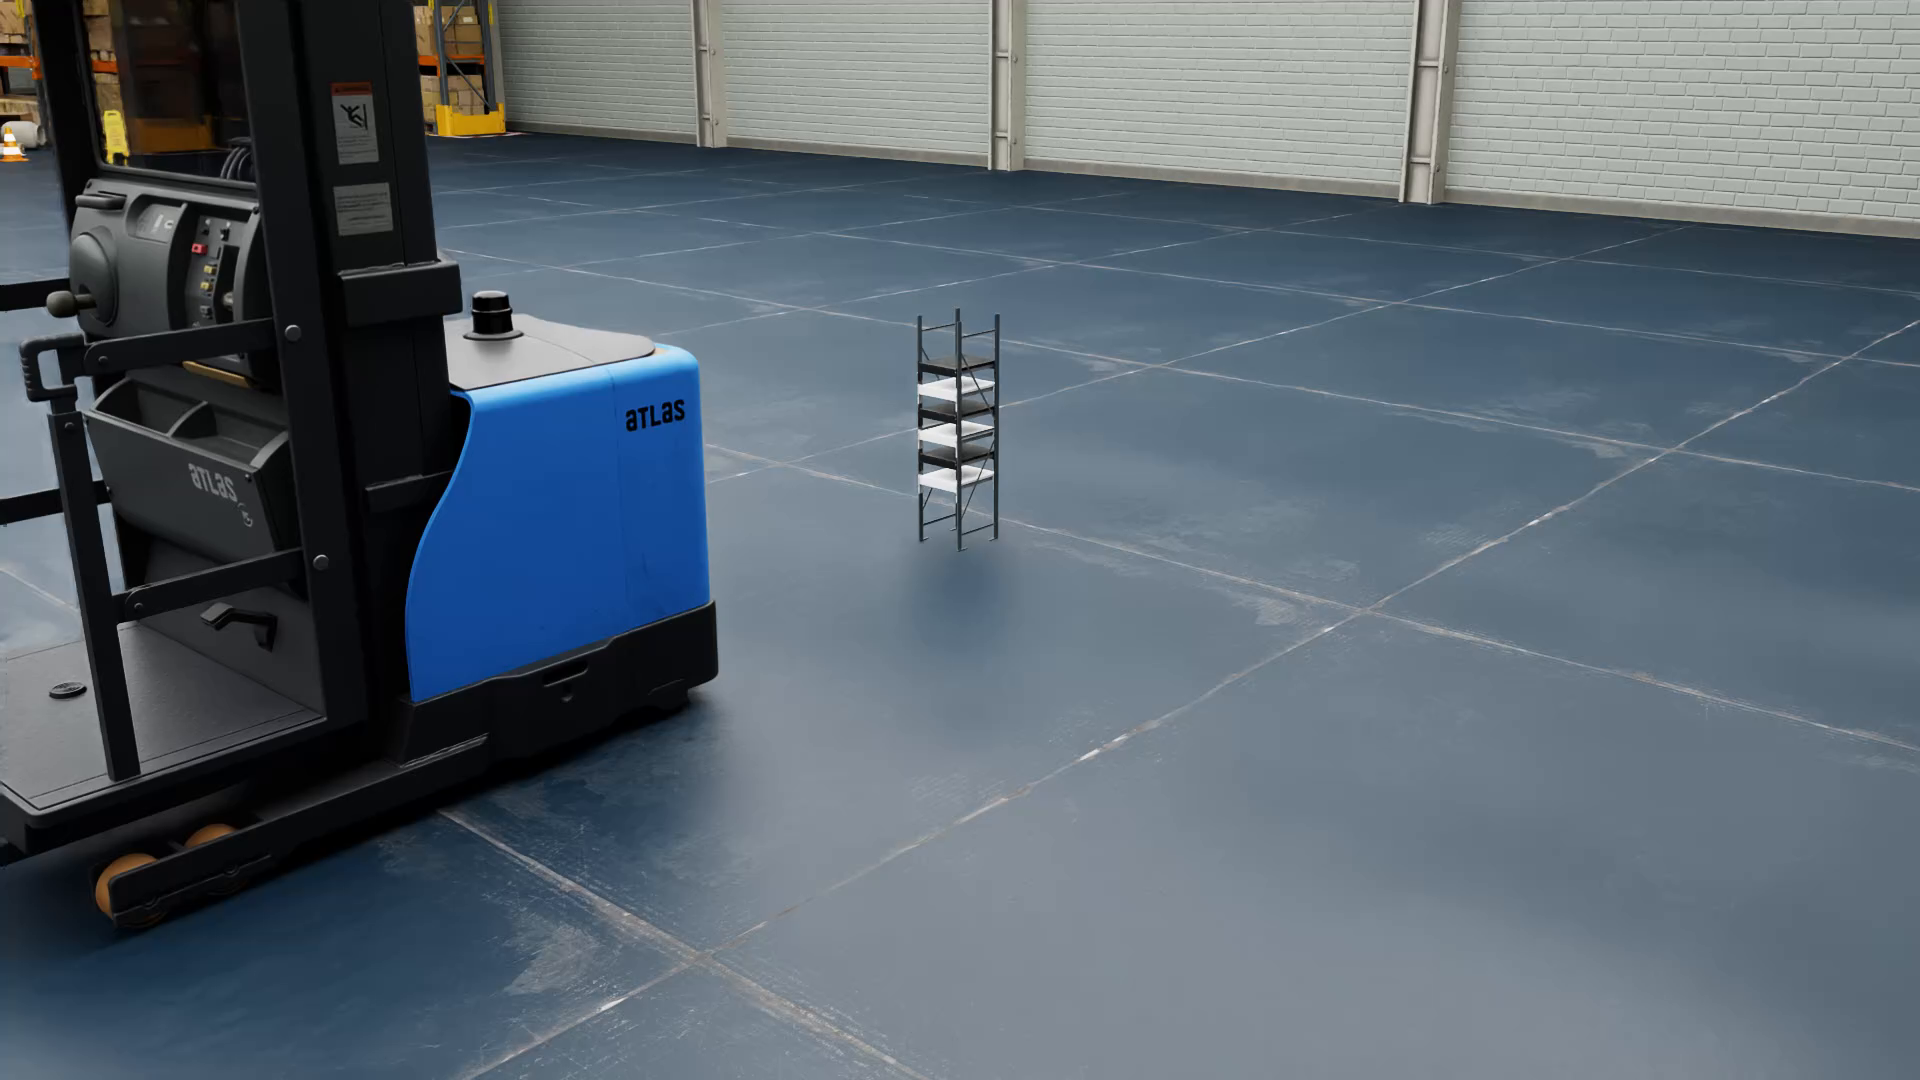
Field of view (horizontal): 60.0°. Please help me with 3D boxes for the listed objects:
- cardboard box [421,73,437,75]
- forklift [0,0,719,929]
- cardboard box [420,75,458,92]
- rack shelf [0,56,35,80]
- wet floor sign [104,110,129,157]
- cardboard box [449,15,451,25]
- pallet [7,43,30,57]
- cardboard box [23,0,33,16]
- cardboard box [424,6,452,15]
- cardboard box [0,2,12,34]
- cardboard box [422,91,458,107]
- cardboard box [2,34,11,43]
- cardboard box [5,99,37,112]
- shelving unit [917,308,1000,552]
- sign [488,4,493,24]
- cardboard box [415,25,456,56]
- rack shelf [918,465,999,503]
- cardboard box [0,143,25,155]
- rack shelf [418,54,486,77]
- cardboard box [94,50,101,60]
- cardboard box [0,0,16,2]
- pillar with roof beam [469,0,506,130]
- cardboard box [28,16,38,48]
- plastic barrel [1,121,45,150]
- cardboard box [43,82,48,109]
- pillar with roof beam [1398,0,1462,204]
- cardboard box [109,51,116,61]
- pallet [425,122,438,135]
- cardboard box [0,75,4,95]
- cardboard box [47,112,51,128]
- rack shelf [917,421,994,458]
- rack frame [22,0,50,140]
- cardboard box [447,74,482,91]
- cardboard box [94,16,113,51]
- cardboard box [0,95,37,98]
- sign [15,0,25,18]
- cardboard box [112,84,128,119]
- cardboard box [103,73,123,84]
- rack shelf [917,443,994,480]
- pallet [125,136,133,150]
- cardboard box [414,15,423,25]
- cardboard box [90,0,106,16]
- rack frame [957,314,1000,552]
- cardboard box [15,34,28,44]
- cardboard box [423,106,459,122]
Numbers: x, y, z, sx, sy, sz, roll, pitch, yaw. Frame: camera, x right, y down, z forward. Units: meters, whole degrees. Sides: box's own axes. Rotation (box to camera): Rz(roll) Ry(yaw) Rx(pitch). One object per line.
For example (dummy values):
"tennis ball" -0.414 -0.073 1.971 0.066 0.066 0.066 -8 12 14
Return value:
"cardboard box" -9.411 -8.152 29.539 0.500 0.250 0.500 15 23 39
"forklift" -2.082 -0.680 3.908 1.130 2.935 3.031 15 23 39
"cardboard box" -8.985 -7.832 28.531 0.500 0.250 0.500 16 24 41
"rack shelf" -16.213 -8.182 28.625 4.000 0.370 1.077 15 23 39
"wet floor sign" -12.294 -5.918 24.193 0.267 0.644 0.232 -9 20 -27
"cardboard box" -8.742 -8.963 28.658 0.250 0.149 0.380 15 23 39
"pallet" -15.192 -8.219 27.867 1.213 0.211 1.003 15 23 39
"cardboard box" -14.532 -8.652 26.607 0.500 0.500 0.700 15 23 39
"cardboard box" -8.841 -8.967 28.179 0.250 0.149 0.380 15 23 39
"cardboard box" -15.587 -8.654 27.569 0.500 0.500 0.500 15 23 40
"cardboard box" -9.005 -7.599 28.623 0.500 0.250 0.500 15 23 39
"cardboard box" -15.688 -8.346 27.671 0.250 0.149 0.380 15 23 38
"cardboard box" -15.651 -7.320 28.367 0.950 0.372 0.625 -17 24 -42
"shelving unit" -0.006 -0.431 6.481 0.210 0.900 0.258 15 23 39
"sign" -8.061 -9.019 28.510 0.005 0.325 0.100 15 23 39
"cardboard box" -8.976 -8.531 28.370 0.500 0.500 0.500 14 23 38
"rack shelf" -0.006 -0.227 6.545 0.200 0.077 0.258 15 23 39
"cardboard box" -14.046 -5.768 24.540 0.380 0.149 0.250 -6 18 -18
"rack shelf" -9.930 -8.503 29.635 4.000 0.370 1.077 15 23 39
"cardboard box" -13.150 -7.469 25.602 0.250 0.149 0.380 15 23 39
"cardboard box" -15.737 -9.000 27.587 0.250 0.149 0.380 14 22 38
"pillar with roof beam" -11.214 -10.674 25.368 0.400 9.000 9.100 15 23 39
"cardboard box" -14.573 -8.162 26.714 0.500 0.500 0.500 15 23 39
"plastic barrel" -14.275 -6.165 25.337 0.512 0.421 0.421 -3 18 -8
"cardboard box" -14.455 -7.191 26.924 0.500 0.500 0.500 16 24 42
"pillar with roof beam" 2.249 -7.059 13.980 0.400 9.000 9.100 15 23 39
"cardboard box" -12.588 -7.310 25.101 0.250 0.149 0.380 15 23 38
"pallet" -9.033 -7.259 29.137 1.213 0.211 1.003 15 23 39
"cardboard box" -18.171 -8.272 30.536 0.875 0.875 0.875 15 23 39
"cardboard box" -14.455 -6.834 27.037 0.500 0.250 0.500 14 22 37
"rack shelf" -0.006 -0.399 6.491 0.200 0.077 0.258 15 23 39
"rack frame" -14.717 -8.124 27.251 0.127 3.000 1.000 15 23 39
"cardboard box" -8.667 -7.950 28.901 0.500 0.250 0.500 15 23 38
"cardboard box" -12.686 -7.658 25.127 0.500 0.500 0.500 15 23 39
"cardboard box" -16.736 -7.613 29.290 0.625 0.372 0.950 14 23 38
"sign" -15.083 -8.549 26.678 0.005 0.325 0.100 15 23 39
"cardboard box" -12.498 -6.670 25.280 0.500 0.500 0.500 15 23 40
"cardboard box" -12.817 -7.037 25.366 0.250 0.149 0.380 16 24 41
"rack shelf" -0.006 -0.313 6.518 0.200 0.077 0.258 15 23 39
"pallet" -12.367 -6.178 25.729 1.213 0.211 1.003 15 23 39
"cardboard box" -9.090 -8.852 28.308 0.250 0.149 0.380 16 23 40
"cardboard box" -12.626 -8.143 25.002 0.500 0.500 0.700 15 23 40
"rack frame" 0.070 -0.410 6.416 0.006 0.900 0.240 15 23 39
"cardboard box" -15.285 -8.245 27.354 0.250 0.149 0.380 15 23 40
"cardboard box" -8.995 -7.357 28.686 0.500 0.250 0.500 15 23 40
